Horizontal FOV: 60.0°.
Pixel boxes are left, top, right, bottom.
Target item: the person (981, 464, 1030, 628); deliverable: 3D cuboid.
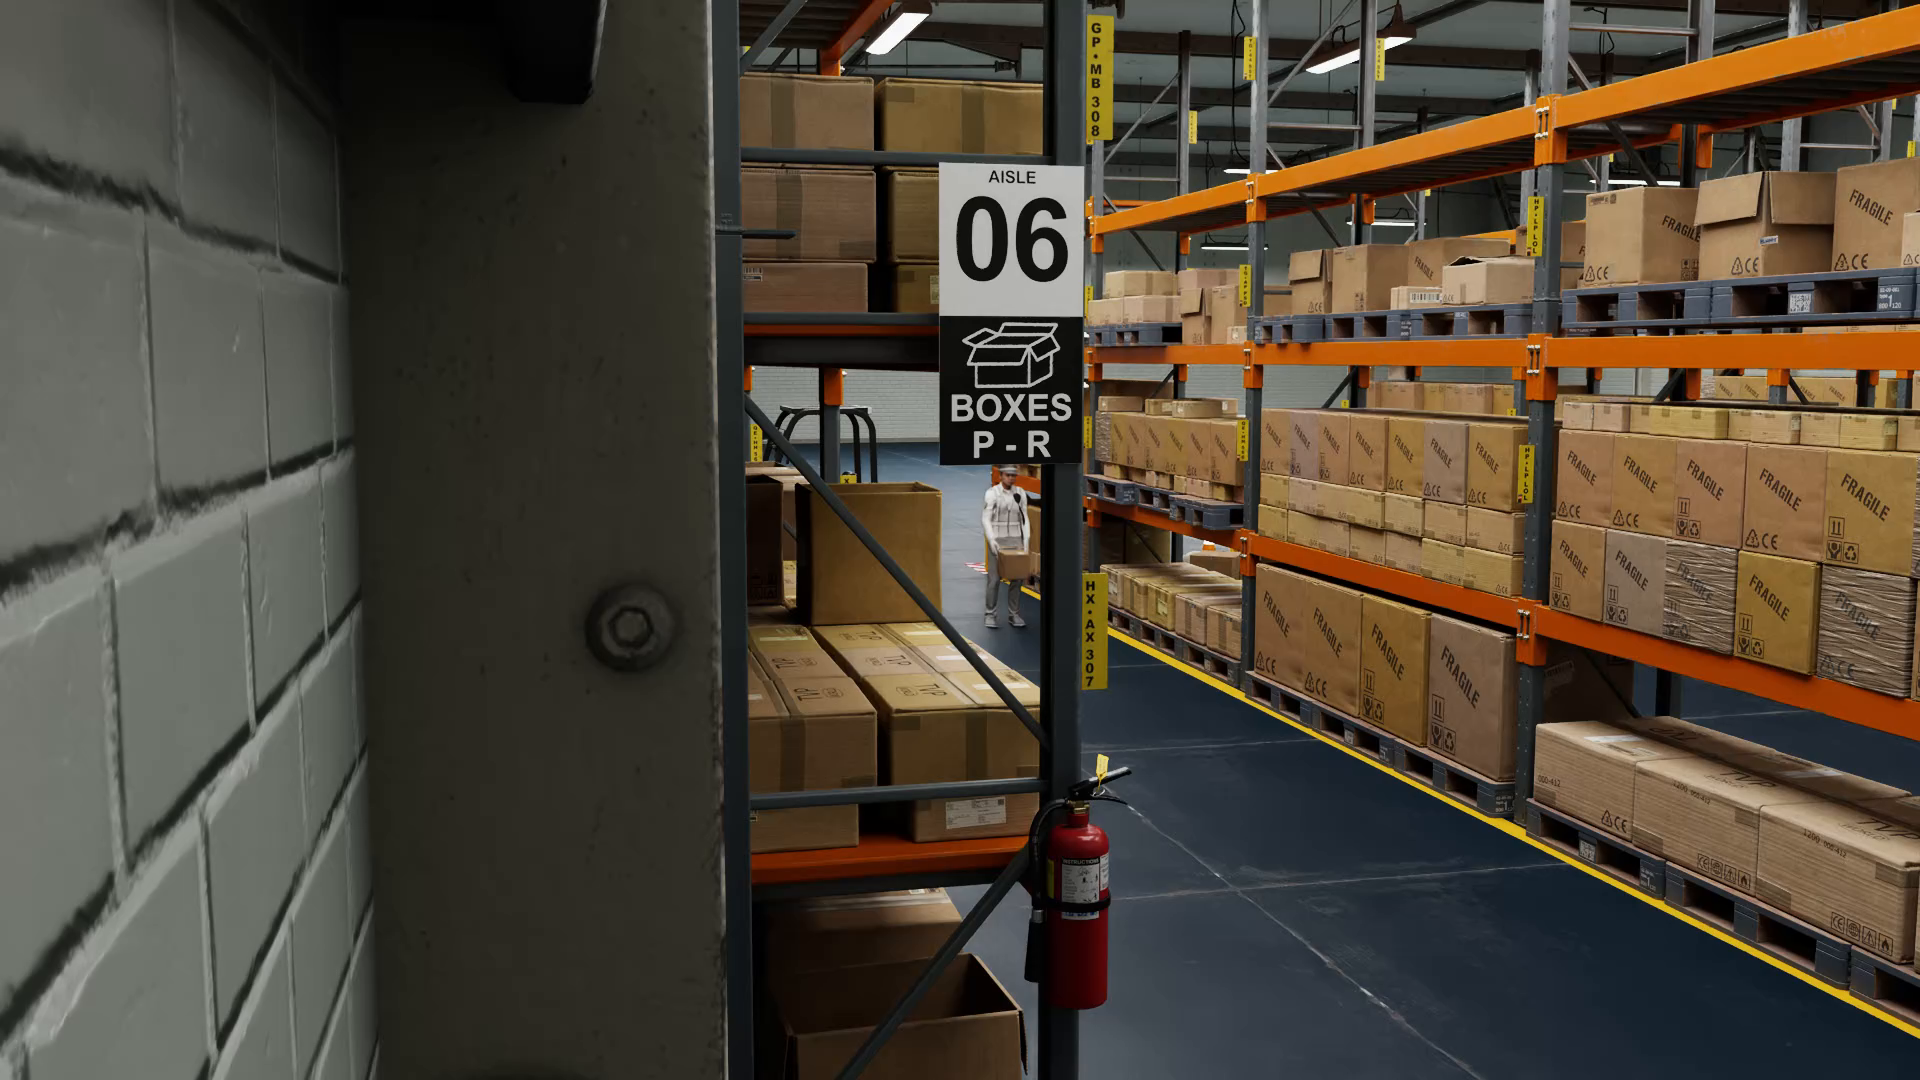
[{"bbox_3d":[0.468,0.031,16.762,0.504,1.678,0.372,-2,6,-16],"label":"person"}]
